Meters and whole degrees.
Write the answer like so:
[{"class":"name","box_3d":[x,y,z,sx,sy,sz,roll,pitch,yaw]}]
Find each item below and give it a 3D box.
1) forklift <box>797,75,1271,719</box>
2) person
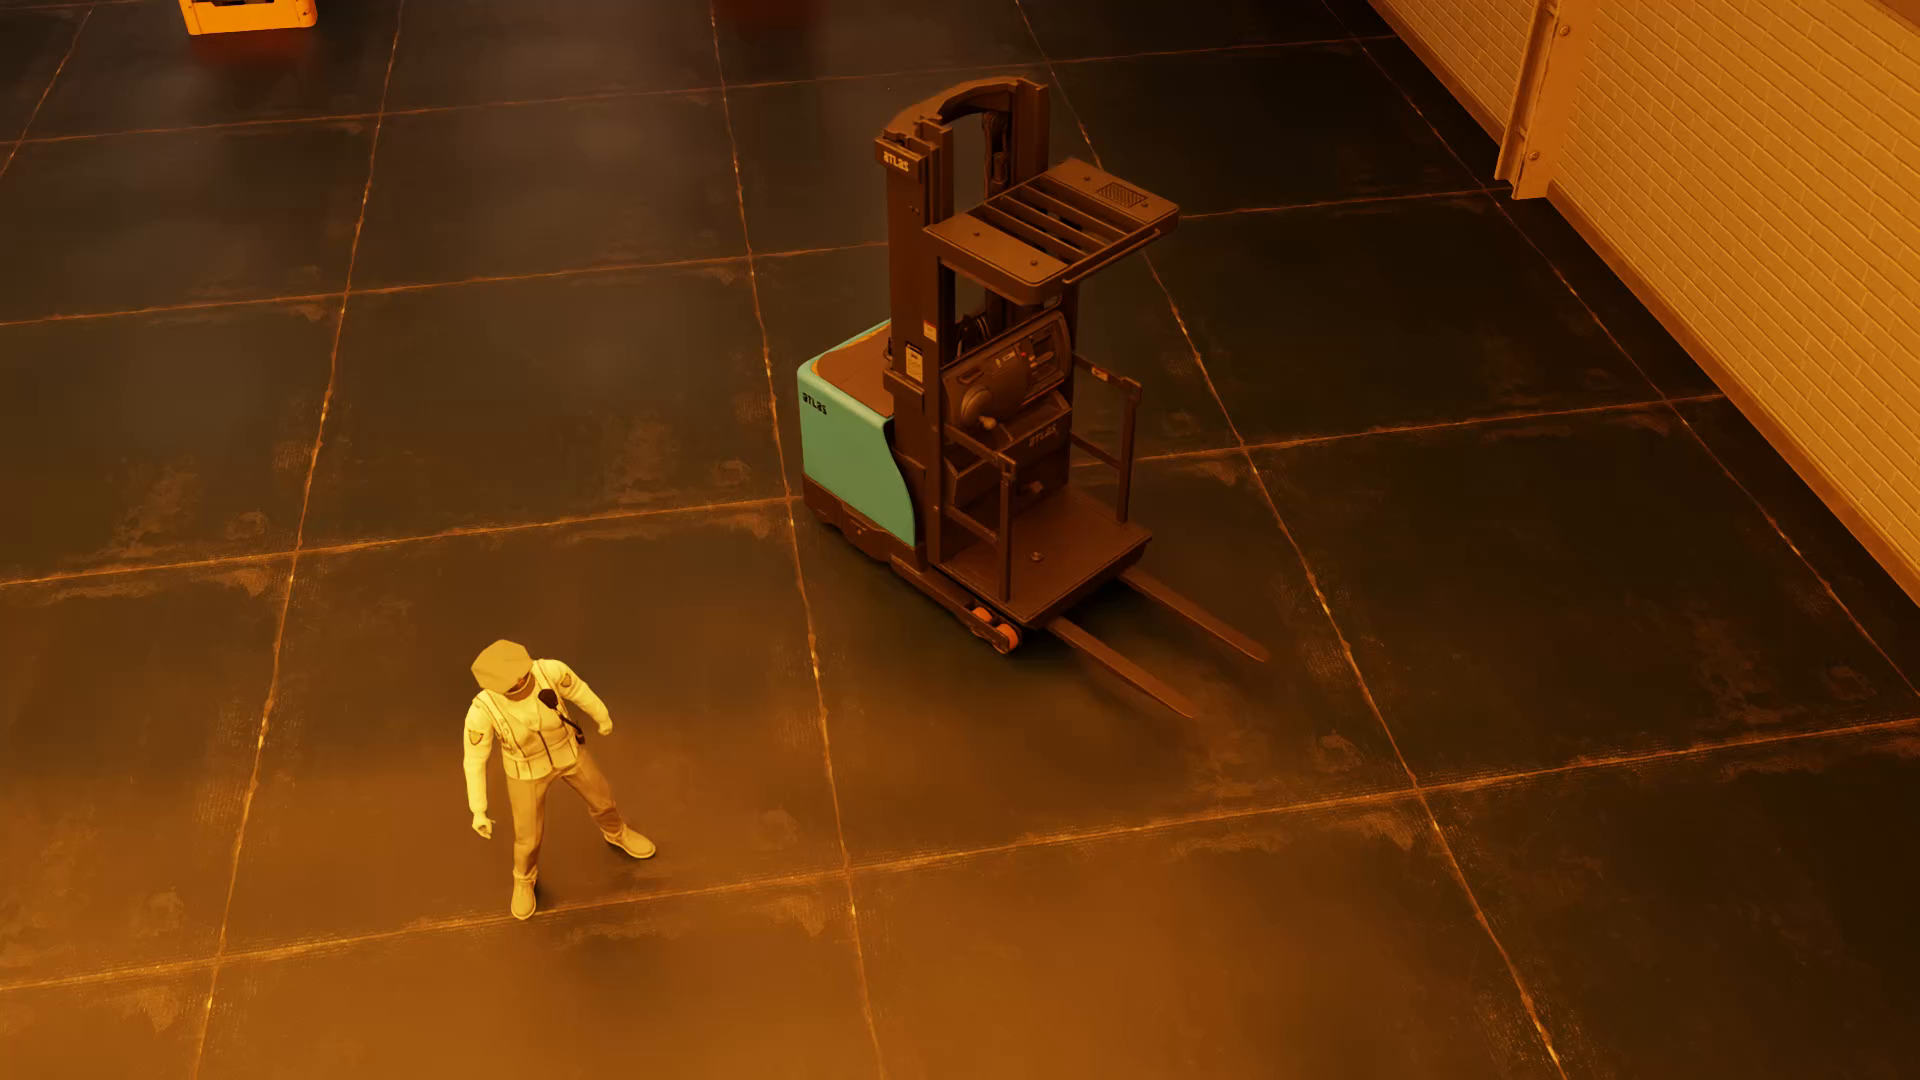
[{"class":"forklift","box_3d":[0.413,-0.854,8.962,1.130,2.935,3.031,-32,50,-32]},{"class":"person","box_3d":[-1.917,1.057,7.725,0.832,1.634,0.383,-24,46,-26]}]
